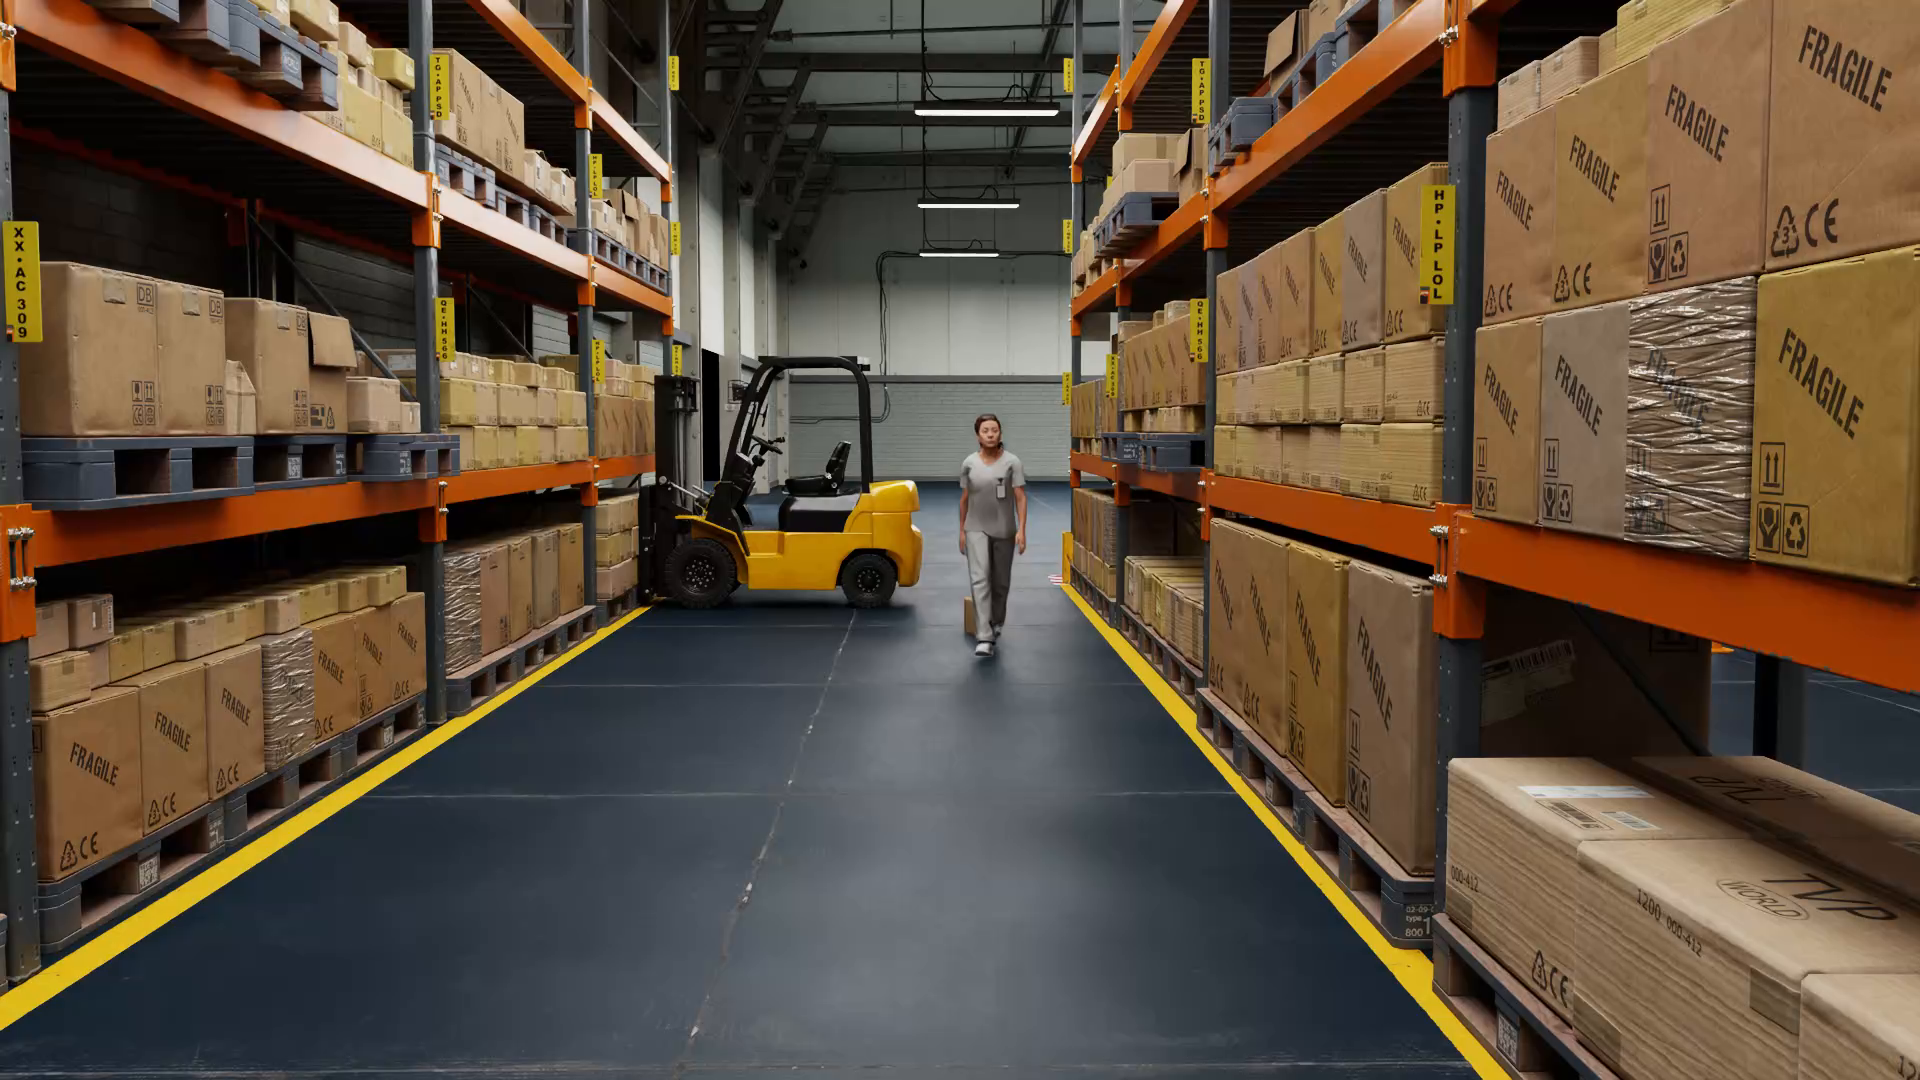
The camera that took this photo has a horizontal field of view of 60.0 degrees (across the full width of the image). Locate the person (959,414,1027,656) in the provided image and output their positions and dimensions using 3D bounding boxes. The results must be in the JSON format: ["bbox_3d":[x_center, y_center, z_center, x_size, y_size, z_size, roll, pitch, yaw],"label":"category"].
[{"bbox_3d":[0.224,-0.050,11.355,0.459,1.620,1.037,0,4,0],"label":"person"}]
